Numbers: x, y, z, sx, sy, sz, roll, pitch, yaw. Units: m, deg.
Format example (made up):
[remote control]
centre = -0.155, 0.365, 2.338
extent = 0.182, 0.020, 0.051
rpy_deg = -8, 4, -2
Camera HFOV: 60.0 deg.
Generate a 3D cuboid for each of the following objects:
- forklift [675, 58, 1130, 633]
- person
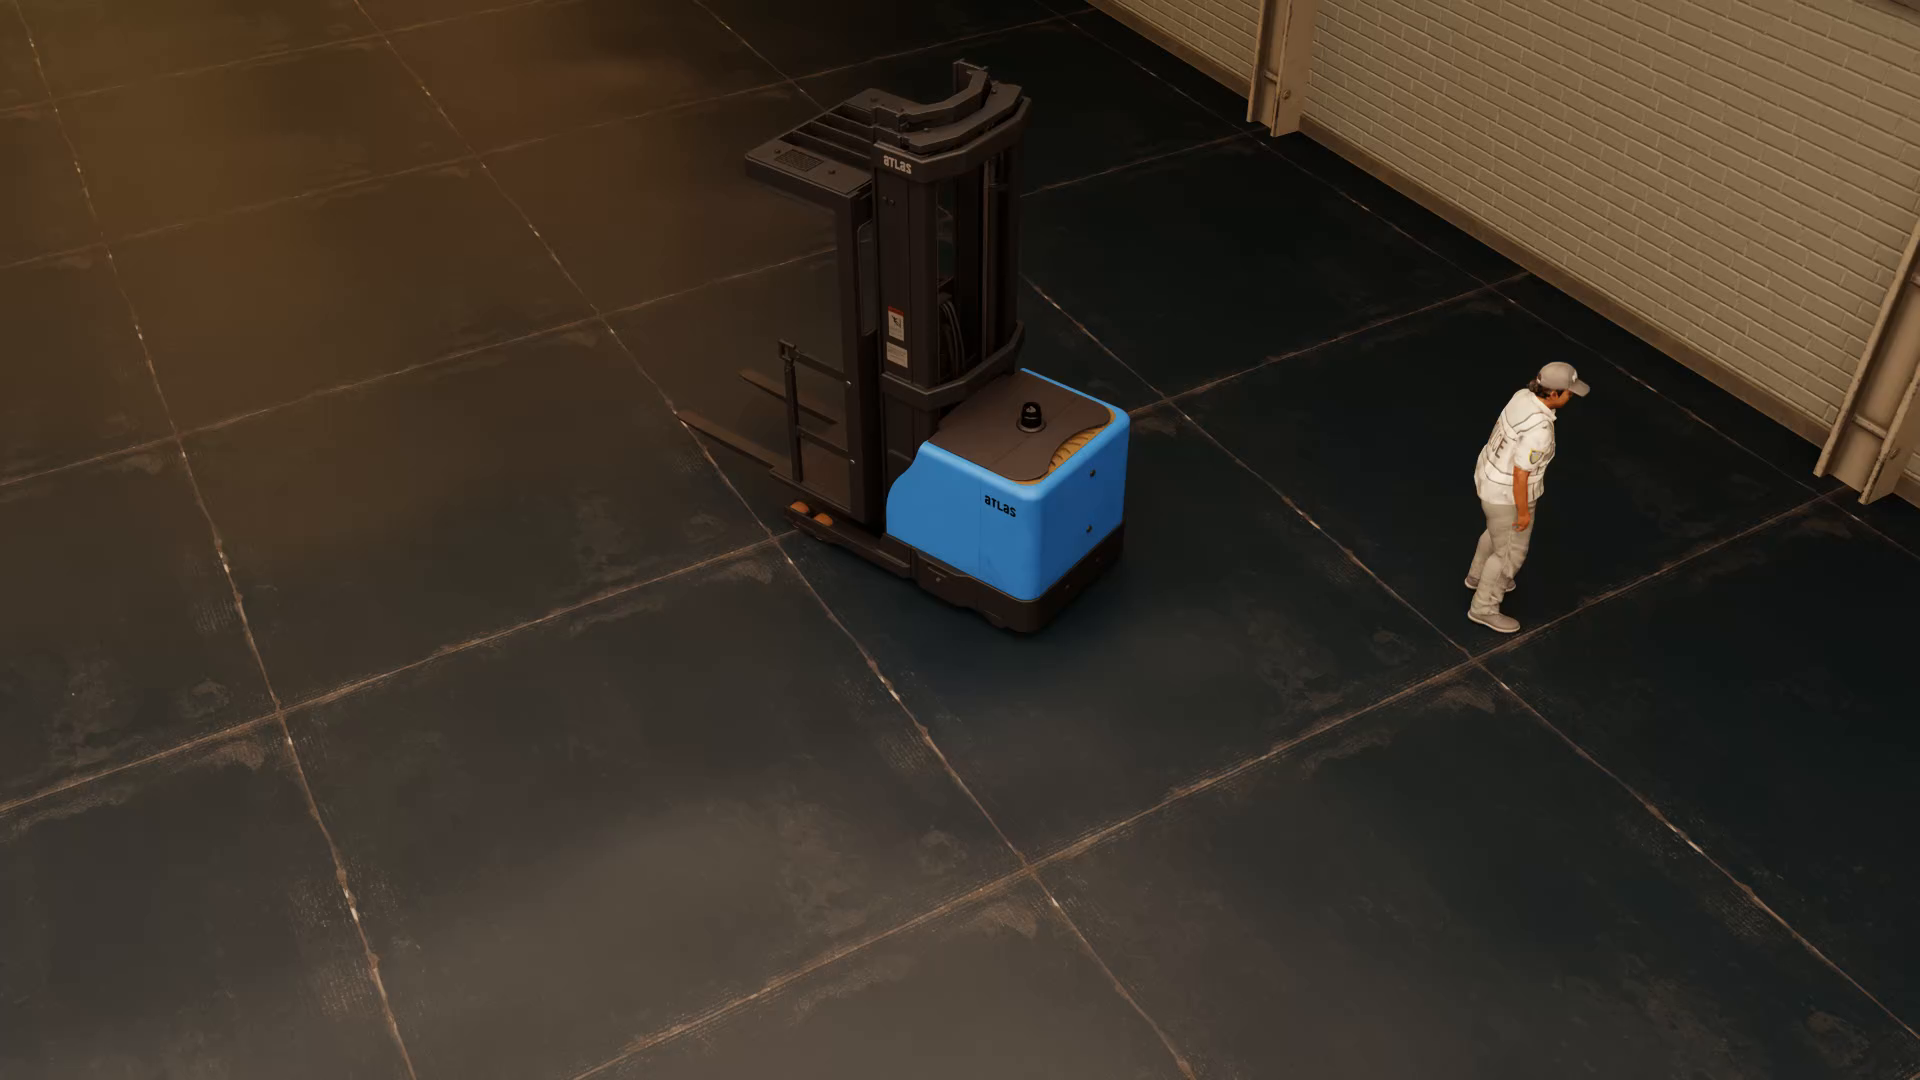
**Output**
[forklift]
centre = -0.481, -1.366, 9.683
extent = 3.031, 2.935, 1.130
rpy_deg = 26, 46, 28
[person]
centre = 3.141, -0.276, 9.363
extent = 0.467, 1.665, 0.556
rpy_deg = 6, 40, 7
